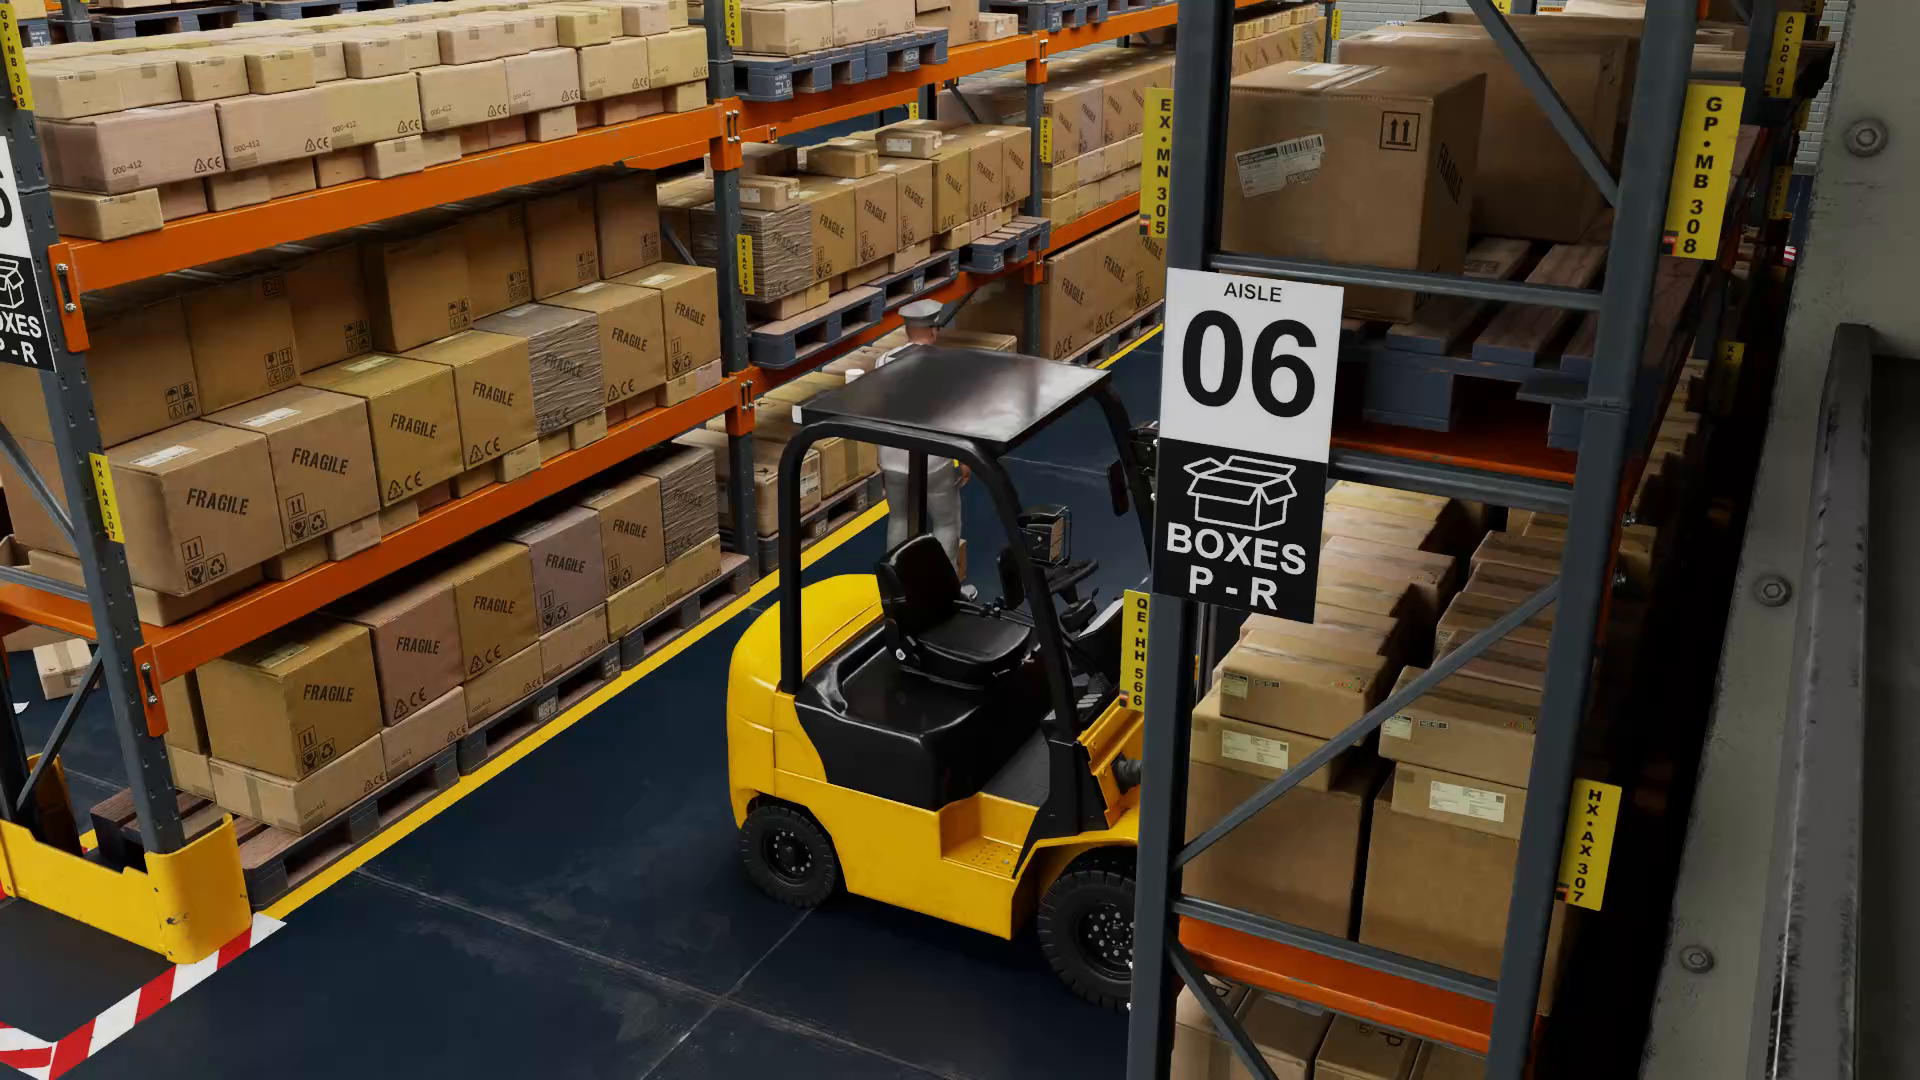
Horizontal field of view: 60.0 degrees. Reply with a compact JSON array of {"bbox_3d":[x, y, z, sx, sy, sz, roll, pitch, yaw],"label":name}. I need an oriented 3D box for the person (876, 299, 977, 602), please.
[{"bbox_3d":[-0.228,-0.460,9.371,0.585,1.749,0.438,11,25,24],"label":"person"}]
